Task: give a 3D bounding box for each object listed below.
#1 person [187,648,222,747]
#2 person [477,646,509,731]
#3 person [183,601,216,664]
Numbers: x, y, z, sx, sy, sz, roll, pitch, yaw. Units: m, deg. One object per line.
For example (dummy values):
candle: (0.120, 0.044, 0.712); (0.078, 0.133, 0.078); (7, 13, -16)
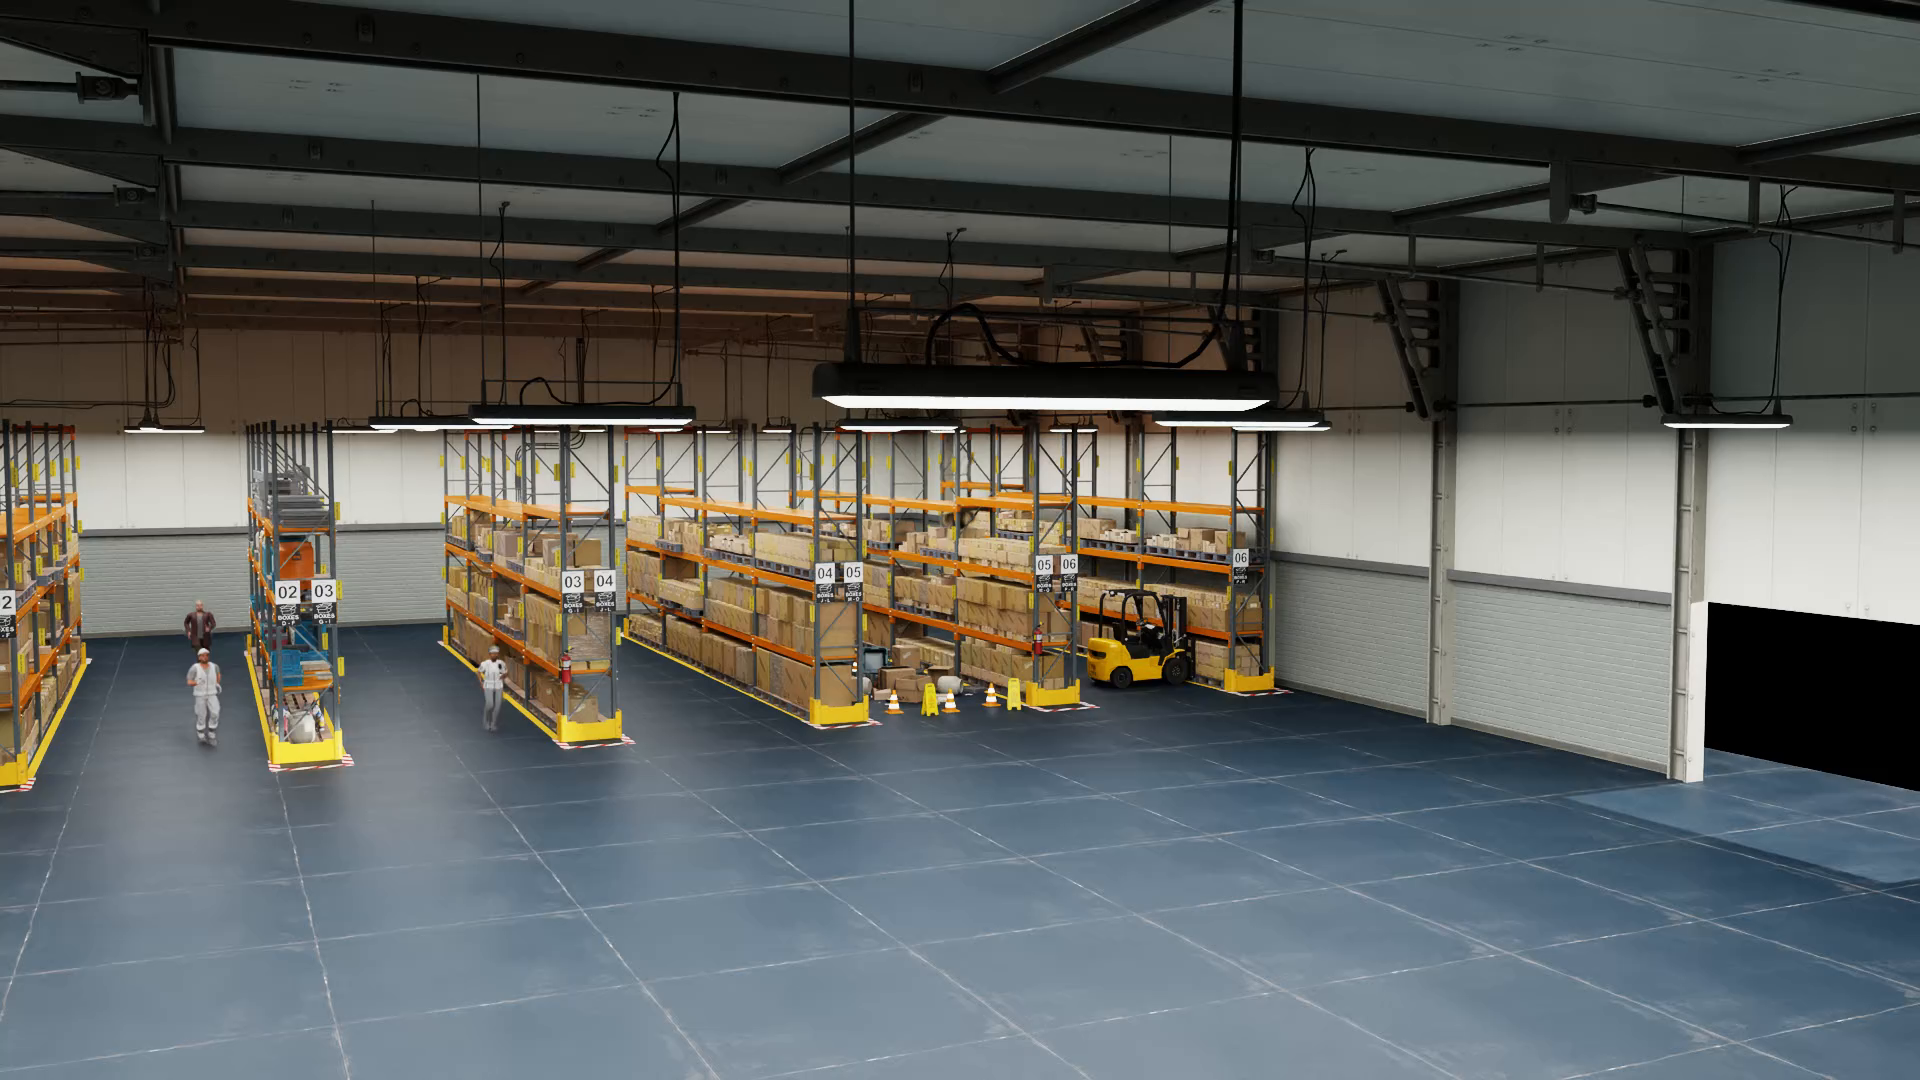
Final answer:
person: (-13.913, 2.909, 30.692); (0.632, 1.824, 0.705); (-3, 4, -36)
person: (-9.020, 2.874, 32.172); (0.574, 1.663, 0.628); (-2, 4, -24)
person: (-18.329, 2.341, 40.113); (0.709, 1.741, 0.792); (-2, 4, -27)
